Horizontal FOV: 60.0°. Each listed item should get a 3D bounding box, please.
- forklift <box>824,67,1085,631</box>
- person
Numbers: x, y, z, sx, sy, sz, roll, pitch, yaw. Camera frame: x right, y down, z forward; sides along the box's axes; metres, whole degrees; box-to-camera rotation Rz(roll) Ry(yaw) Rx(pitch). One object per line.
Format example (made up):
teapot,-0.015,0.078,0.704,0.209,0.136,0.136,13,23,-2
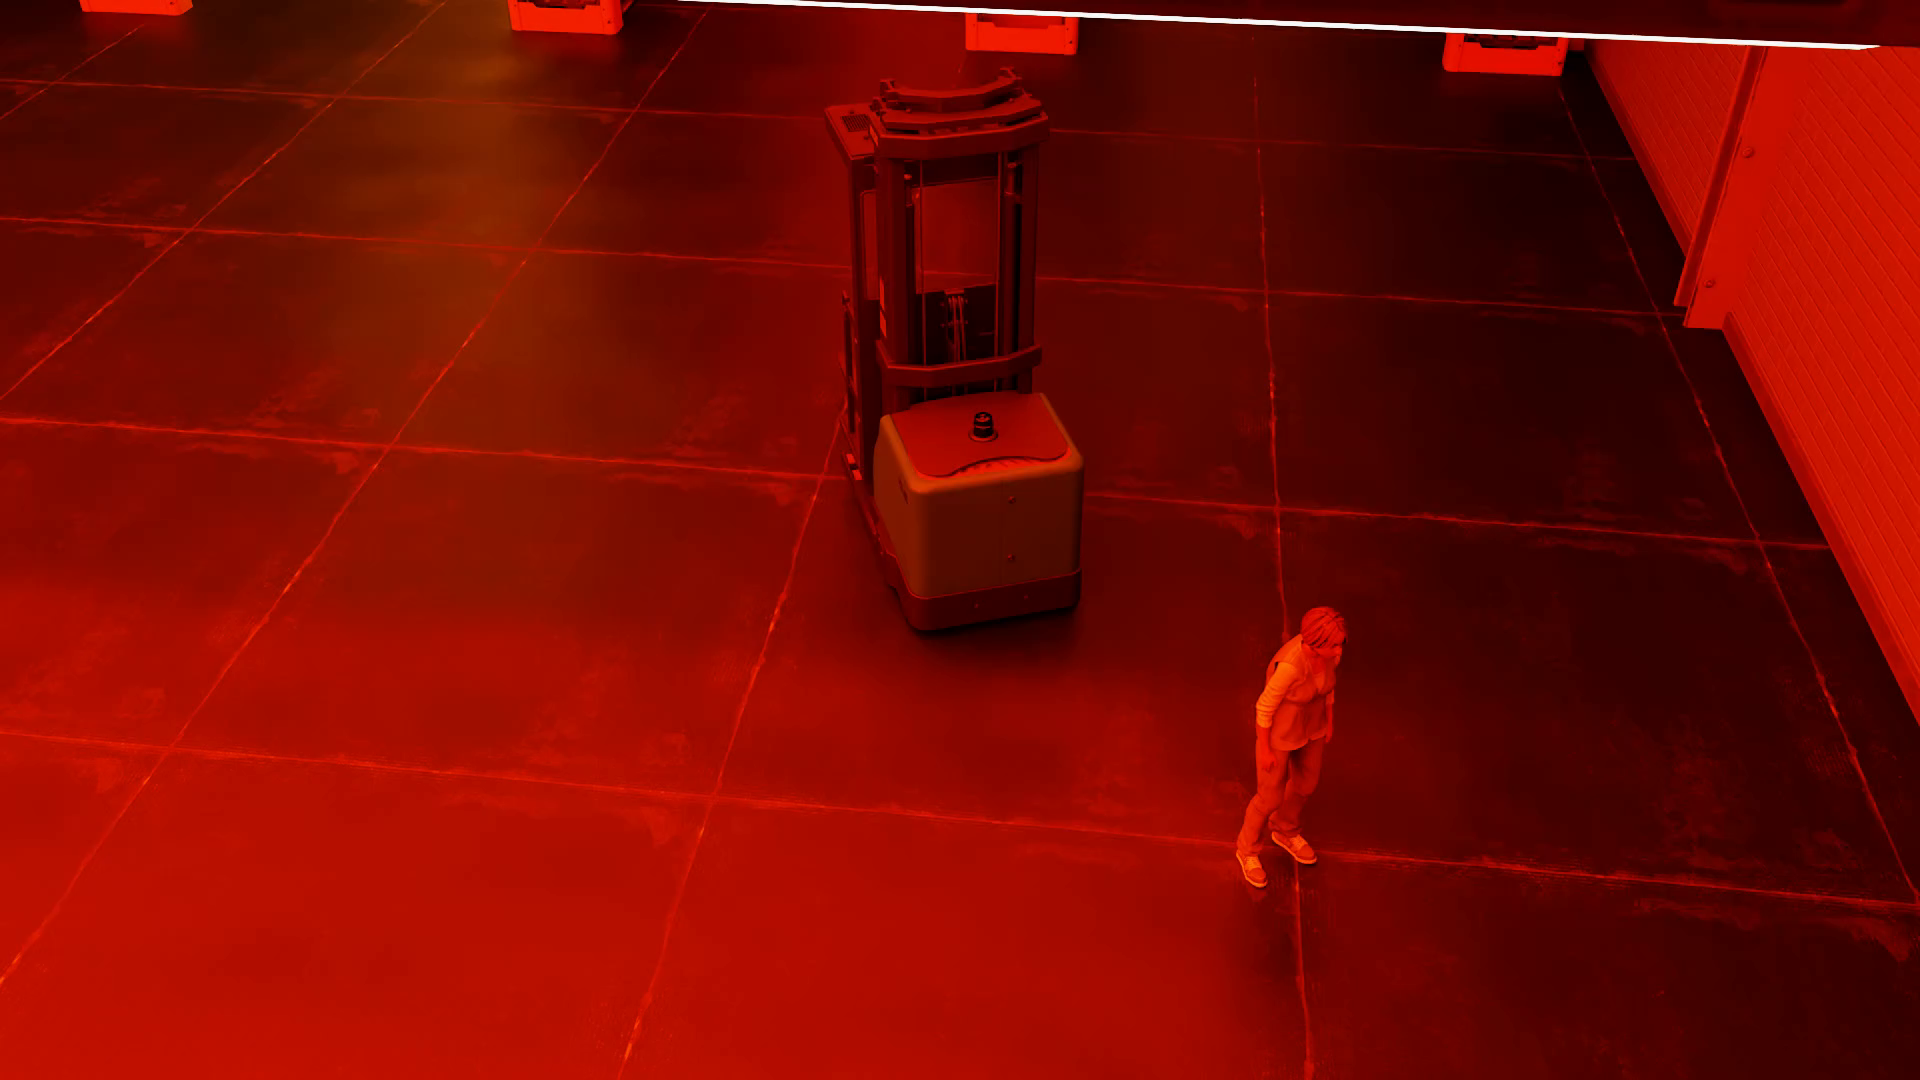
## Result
forklift,-0.159,-1.528,10.103,1.130,2.935,3.031,-9,37,-12
person,1.581,0.935,7.892,0.481,1.591,0.347,-21,41,-26
